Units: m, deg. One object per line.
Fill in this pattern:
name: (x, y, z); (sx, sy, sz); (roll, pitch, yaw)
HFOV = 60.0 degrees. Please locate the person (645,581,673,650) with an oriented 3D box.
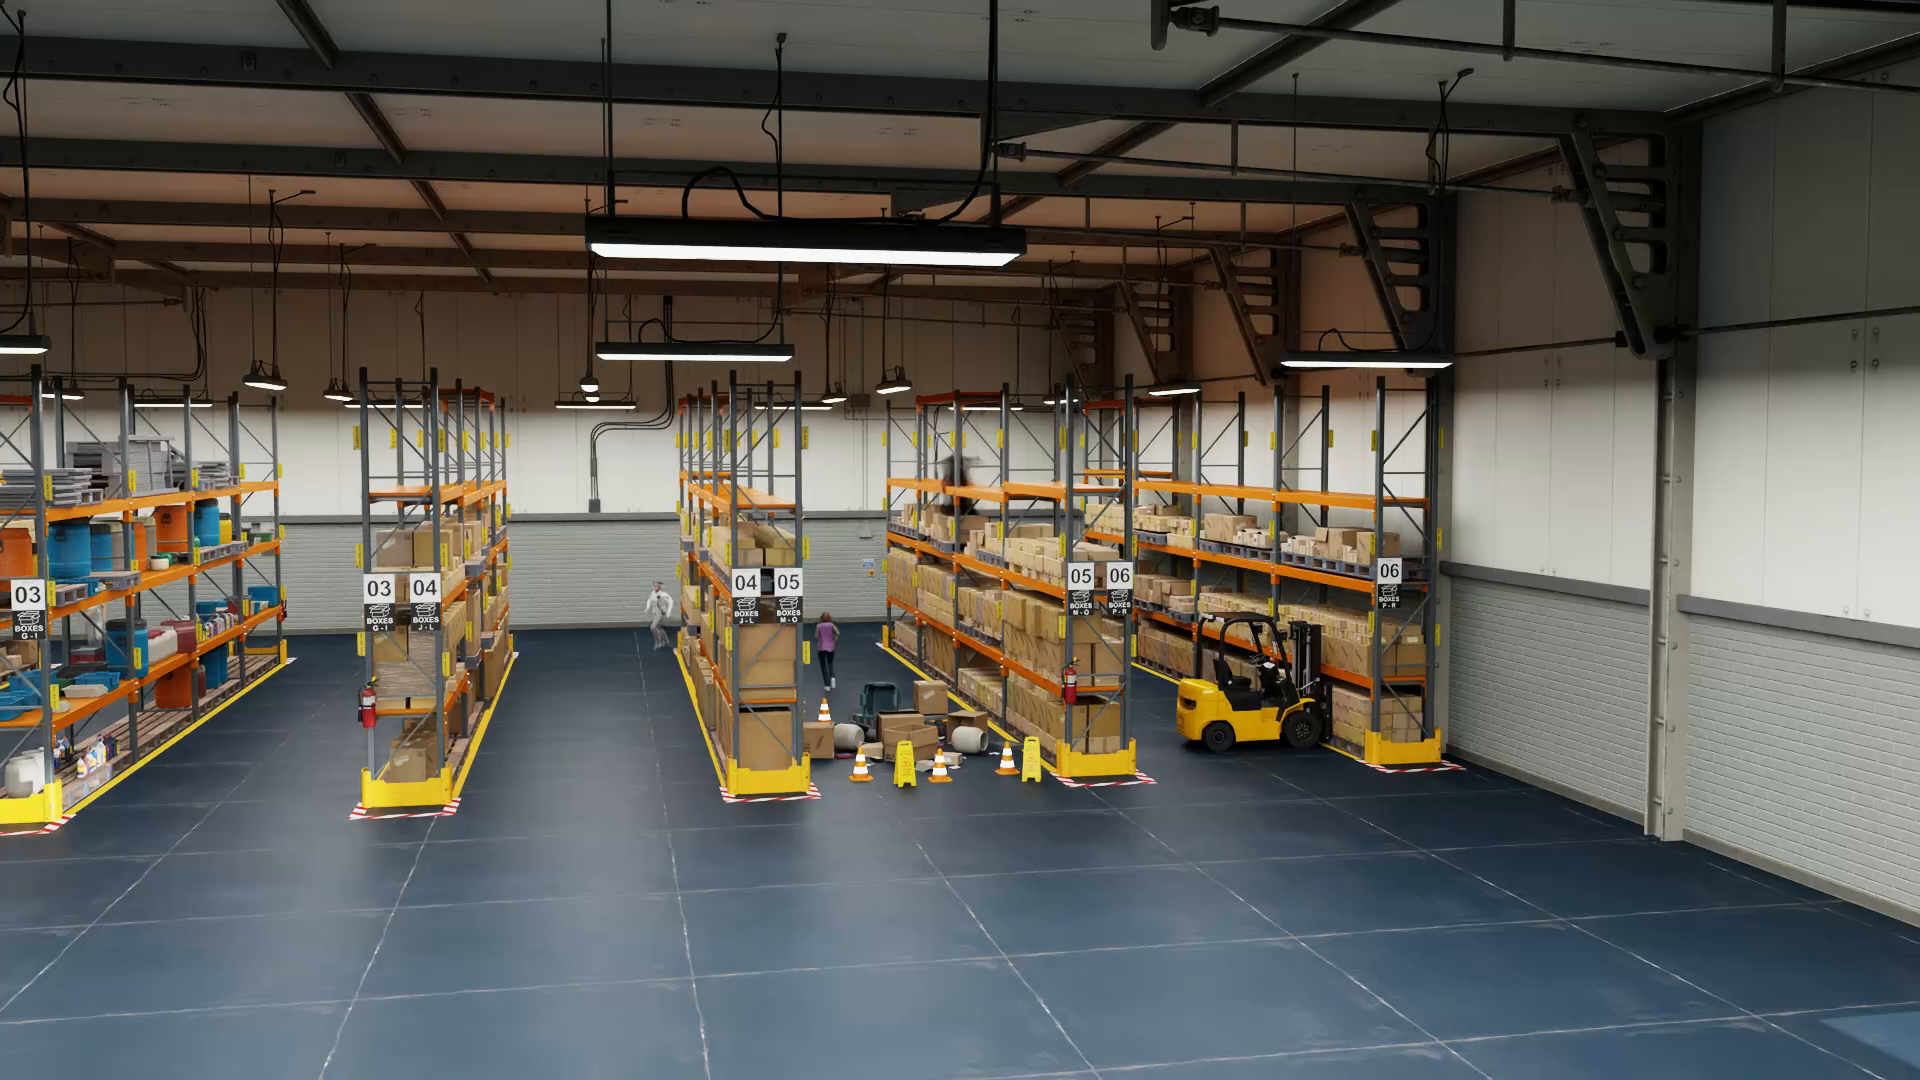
person: (-7.227, 1.805, 40.020); (0.697, 1.691, 0.670); (-3, 5, -44)

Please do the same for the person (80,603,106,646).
person: (-19.563, 1.931, 37.548); (0.516, 1.722, 0.839); (-2, 4, -28)

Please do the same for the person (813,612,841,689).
person: (-2.700, 2.214, 33.471); (0.523, 1.562, 0.620); (-1, 4, -15)
